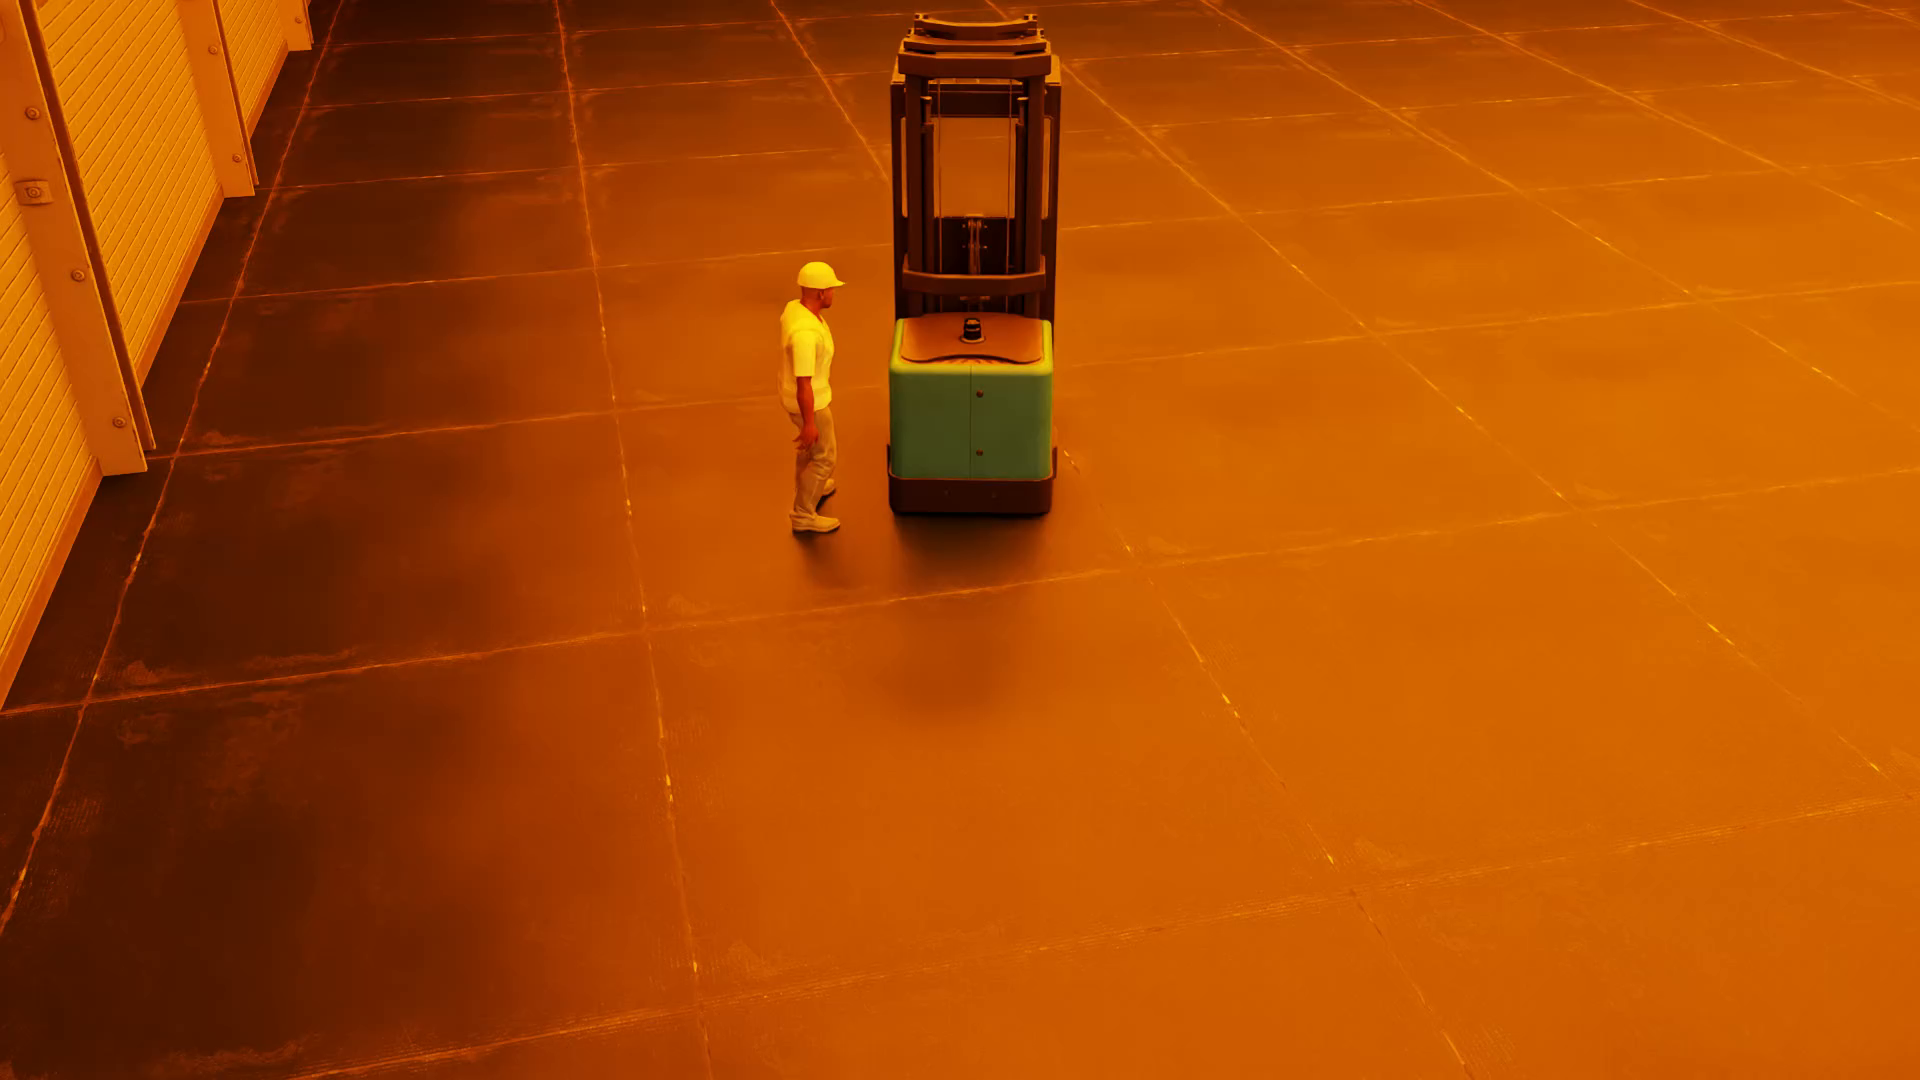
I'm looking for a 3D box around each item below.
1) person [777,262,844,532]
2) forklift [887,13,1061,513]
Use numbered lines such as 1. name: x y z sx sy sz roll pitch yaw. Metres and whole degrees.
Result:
1. person: -0.906 -0.894 10.311 0.427 1.737 0.839 -7 31 -11
2. forklift: 0.108 -2.141 11.272 1.130 2.935 3.031 1 30 1
